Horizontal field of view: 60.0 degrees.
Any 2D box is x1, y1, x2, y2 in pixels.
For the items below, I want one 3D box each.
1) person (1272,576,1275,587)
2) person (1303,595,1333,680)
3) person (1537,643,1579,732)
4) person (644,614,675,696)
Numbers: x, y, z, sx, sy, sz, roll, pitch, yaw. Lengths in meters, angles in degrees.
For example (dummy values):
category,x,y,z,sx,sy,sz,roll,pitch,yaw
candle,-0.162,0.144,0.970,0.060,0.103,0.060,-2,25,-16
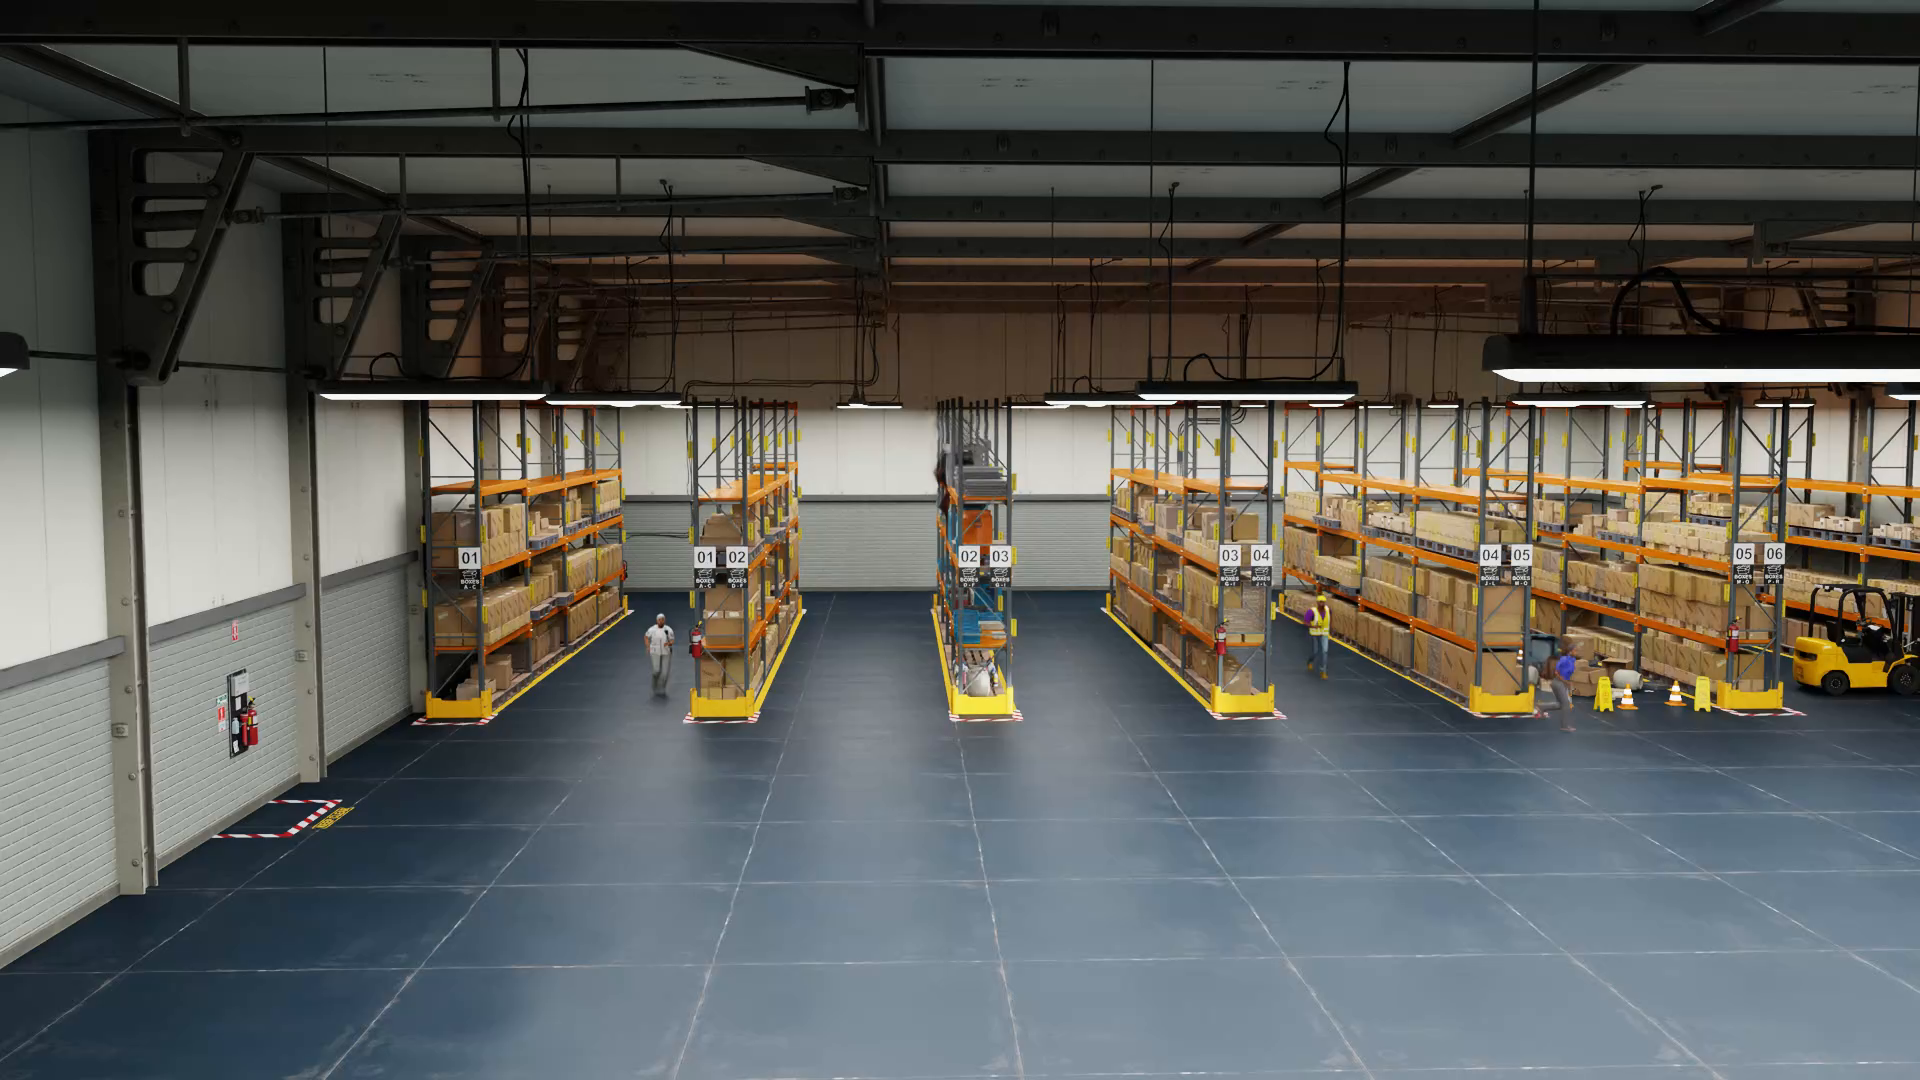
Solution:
category,x,y,z,sx,sy,sz,roll,pitch,yaw
person,8.199,1.420,44.848,0.592,1.664,0.600,0,4,1
person,7.745,2.067,35.925,0.724,1.774,1.030,-1,4,-9
person,10.733,2.625,29.907,0.545,1.589,0.775,-4,6,-43
person,-6.033,2.312,33.488,0.584,1.650,0.650,-1,5,-16
